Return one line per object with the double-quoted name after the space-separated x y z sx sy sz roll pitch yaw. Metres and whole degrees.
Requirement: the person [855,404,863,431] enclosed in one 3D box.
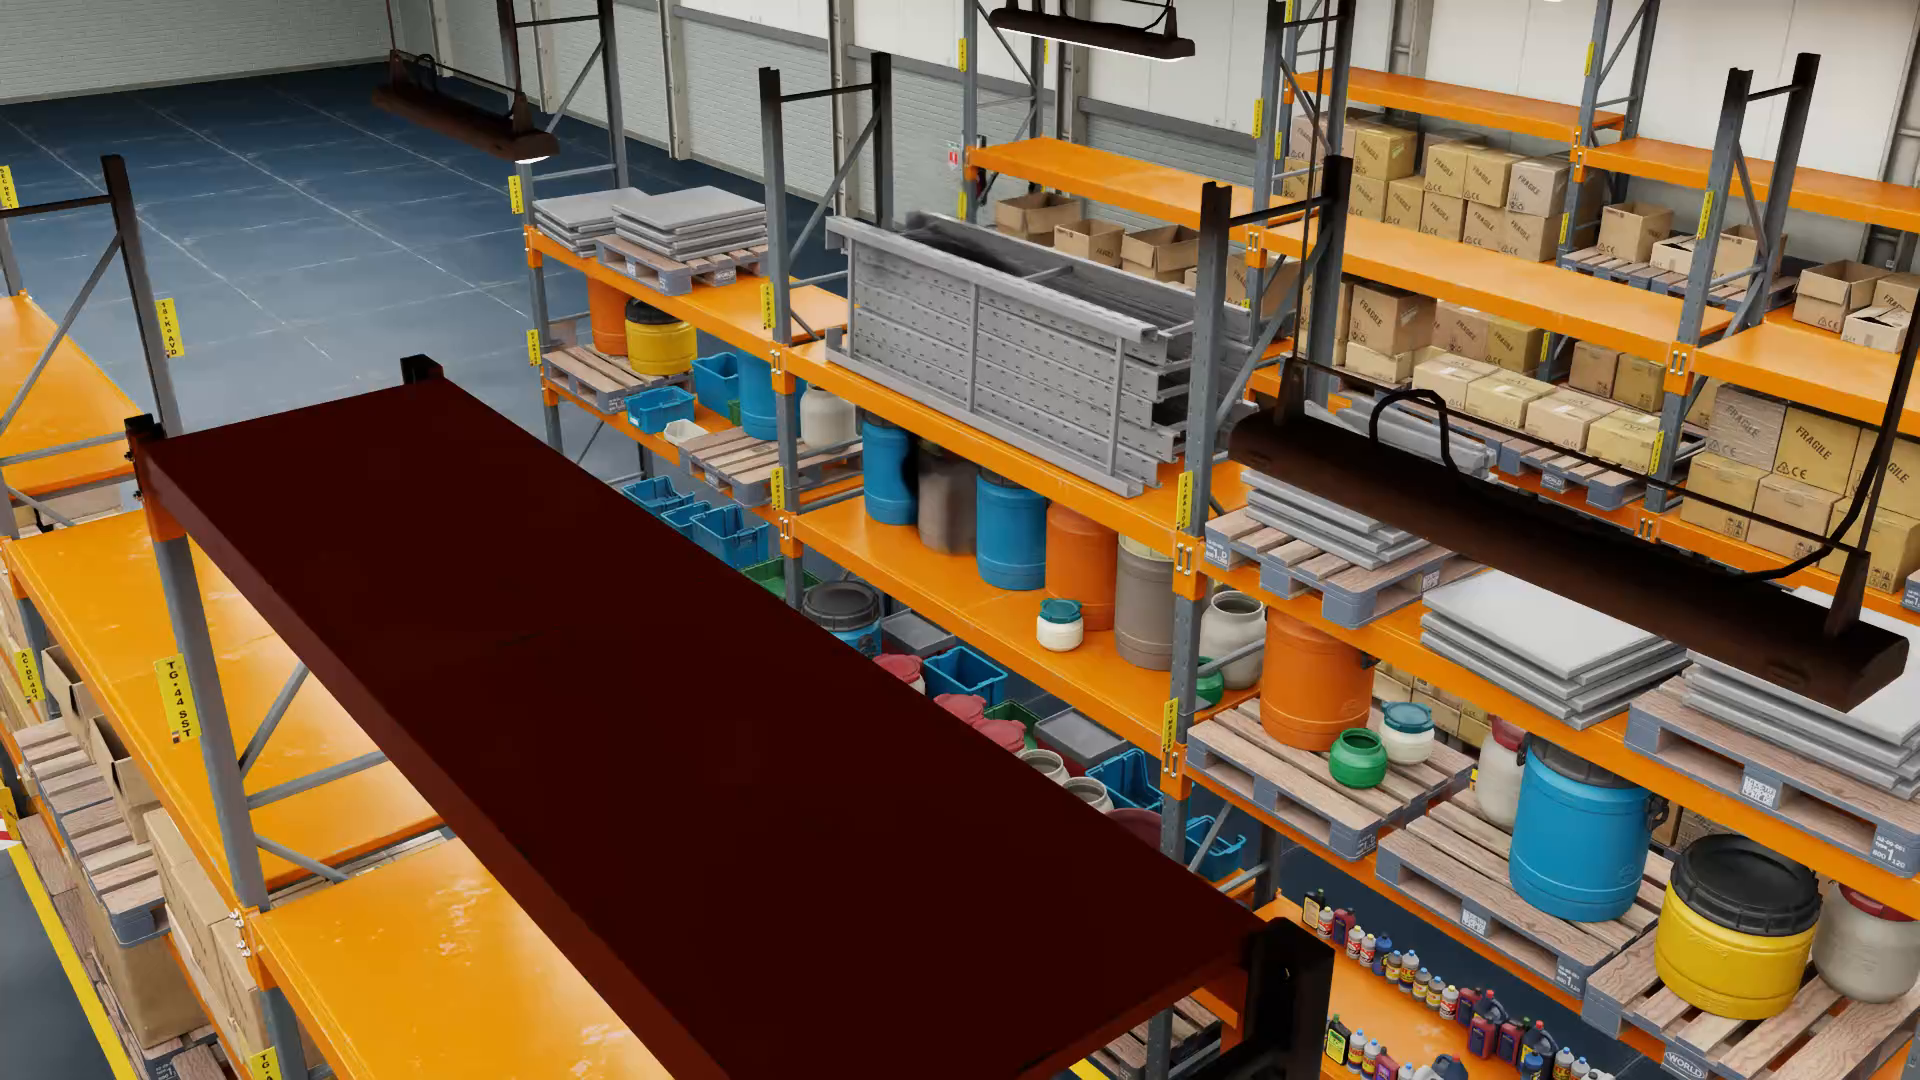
-1.024 -1.790 19.983 0.716 1.782 0.702 -6 26 -12 "person"
